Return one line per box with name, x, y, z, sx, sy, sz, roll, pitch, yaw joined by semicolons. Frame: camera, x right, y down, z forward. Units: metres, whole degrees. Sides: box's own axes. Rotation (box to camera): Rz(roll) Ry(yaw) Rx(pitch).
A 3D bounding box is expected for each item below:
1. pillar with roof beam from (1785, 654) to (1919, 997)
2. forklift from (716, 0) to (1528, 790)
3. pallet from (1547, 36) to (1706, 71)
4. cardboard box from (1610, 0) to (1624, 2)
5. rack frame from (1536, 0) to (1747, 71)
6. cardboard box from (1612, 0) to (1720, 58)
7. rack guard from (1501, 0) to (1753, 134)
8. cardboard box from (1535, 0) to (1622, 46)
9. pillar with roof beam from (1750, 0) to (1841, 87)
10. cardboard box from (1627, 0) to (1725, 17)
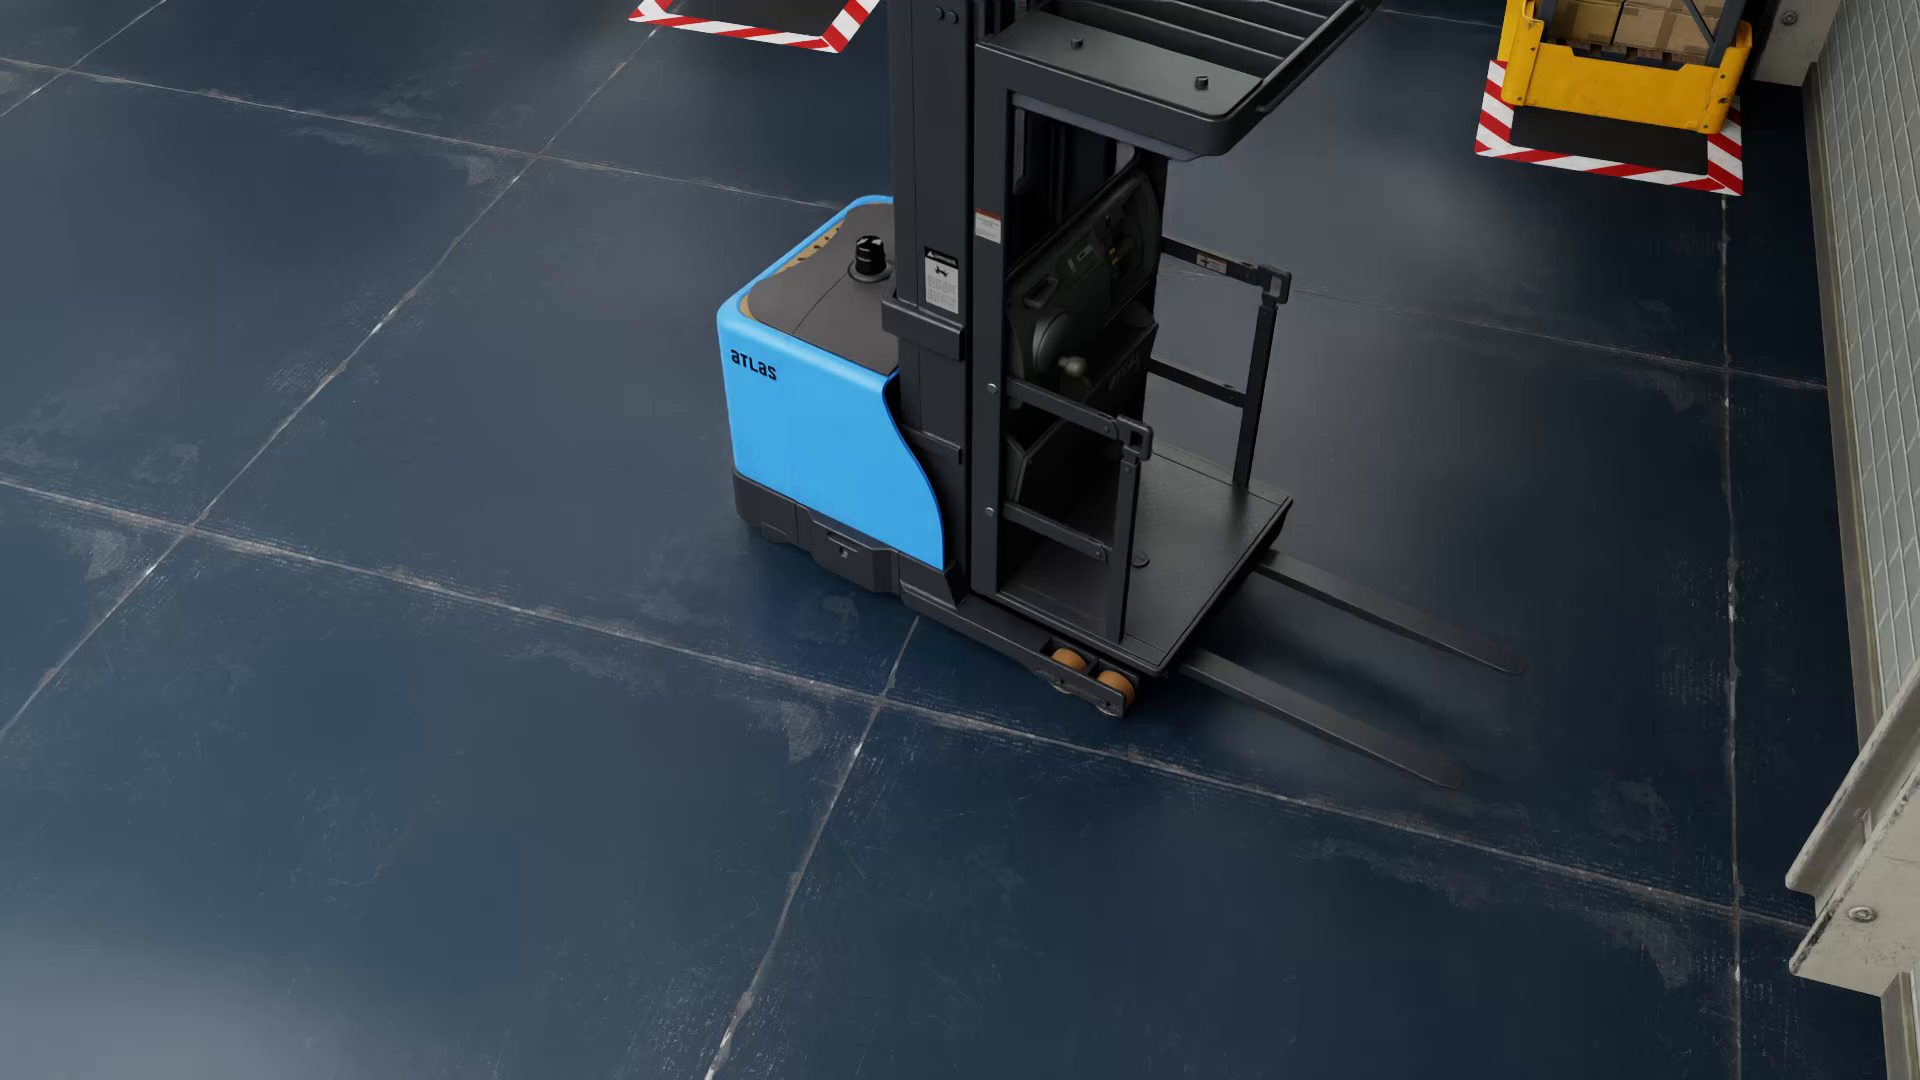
pillar with roof beam;-1.236;-2.838;3.216;9.100;9.000;0.400;13;46;13
forklift;0.597;-0.832;5.505;3.031;2.935;1.130;25;50;23
pallet;3.806;-3.030;9.696;1.003;0.211;1.213;13;46;13
cardboard box;3.464;-3.245;9.230;0.500;0.250;0.500;12;46;12
rack frame;3.614;-3.508;8.190;1.000;3.000;0.127;13;46;13
cardboard box;3.949;-2.961;9.297;0.500;0.250;0.500;13;46;13
rack guard;3.607;-2.599;9.048;1.175;0.500;0.348;13;46;13
cardboard box;3.456;-3.056;9.394;0.500;0.250;0.500;13;46;13
pillar with roof beam;0.581;-6.837;7.303;9.100;9.000;0.400;13;46;13
cardboard box;3.955;-3.124;9.106;0.500;0.250;0.500;13;46;13
